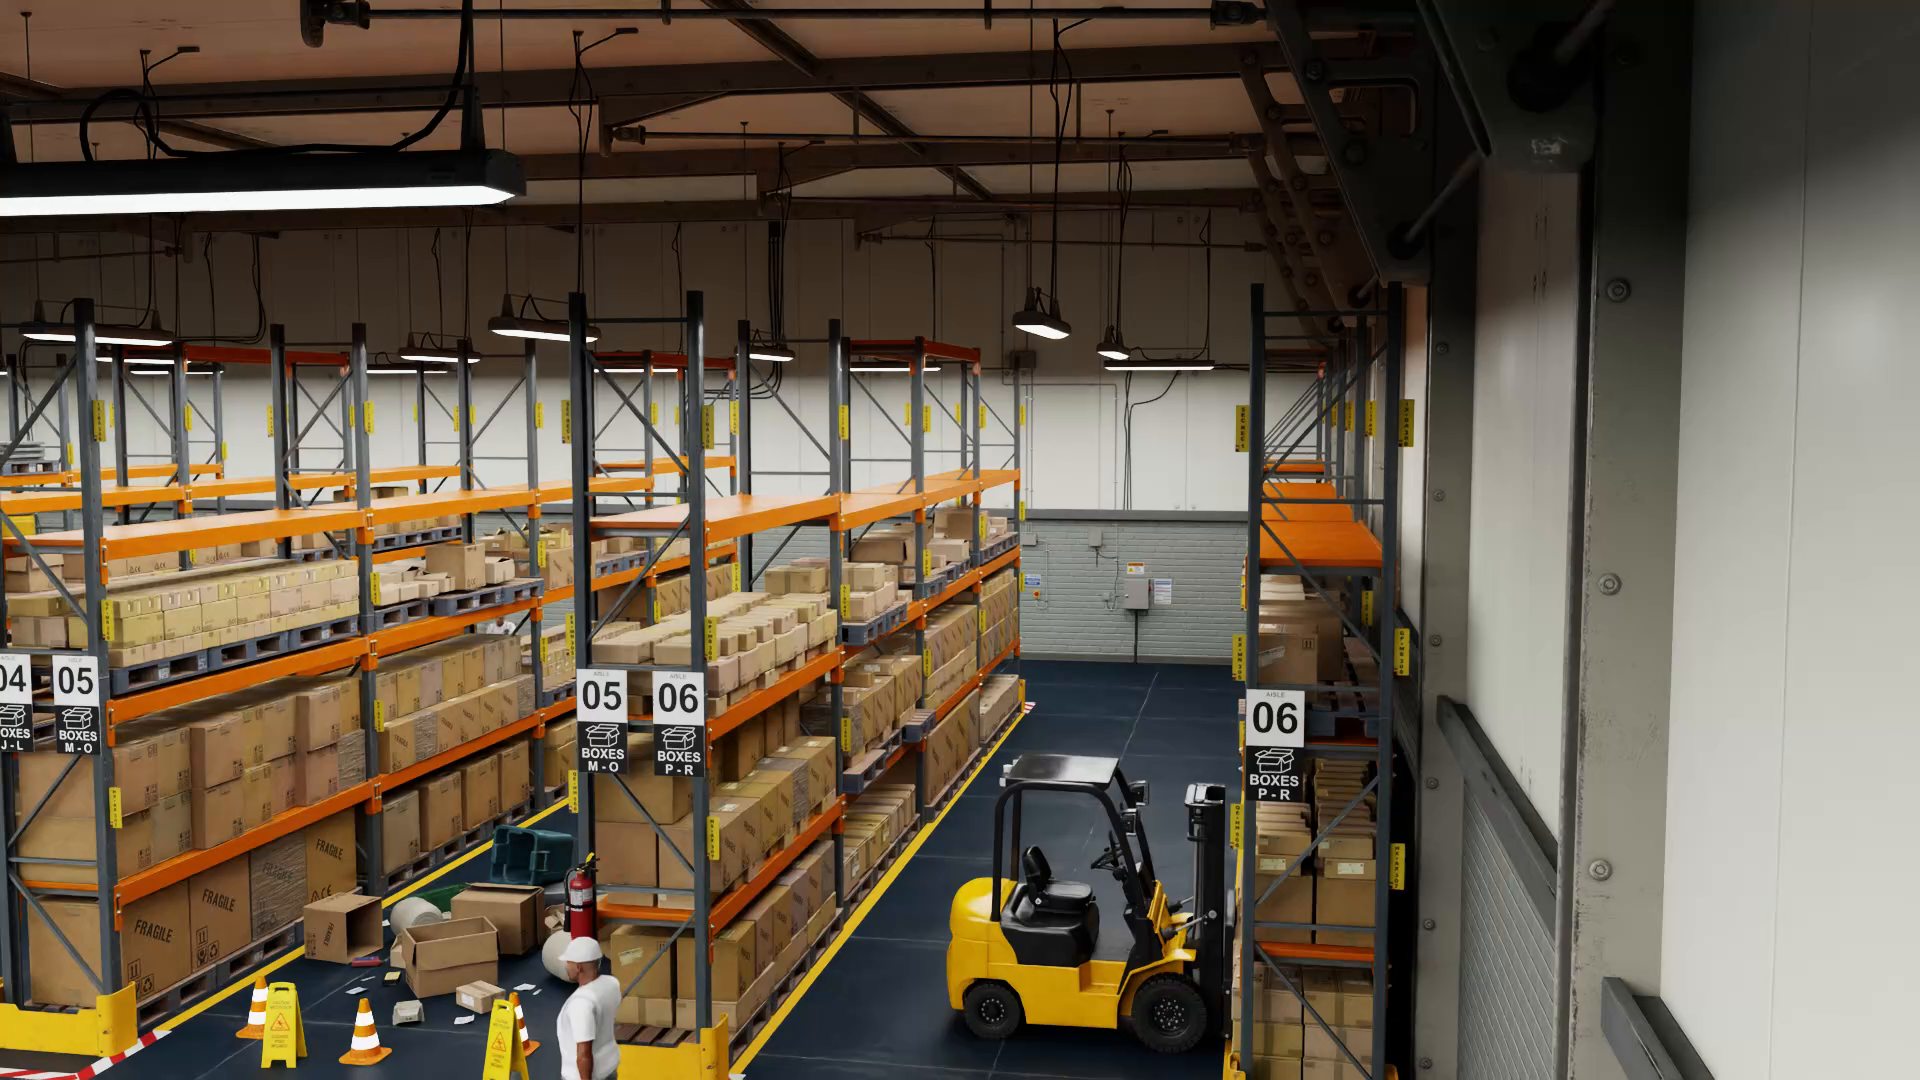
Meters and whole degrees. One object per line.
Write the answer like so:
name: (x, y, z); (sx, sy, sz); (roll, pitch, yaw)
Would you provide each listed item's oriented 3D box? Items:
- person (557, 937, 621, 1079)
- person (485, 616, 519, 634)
person: (-2.453, 3.432, 10.796); (0.909, 1.742, 0.568); (2, 5, 19)
person: (-7.832, 2.017, 28.493); (0.626, 1.742, 0.637); (0, 5, 0)
